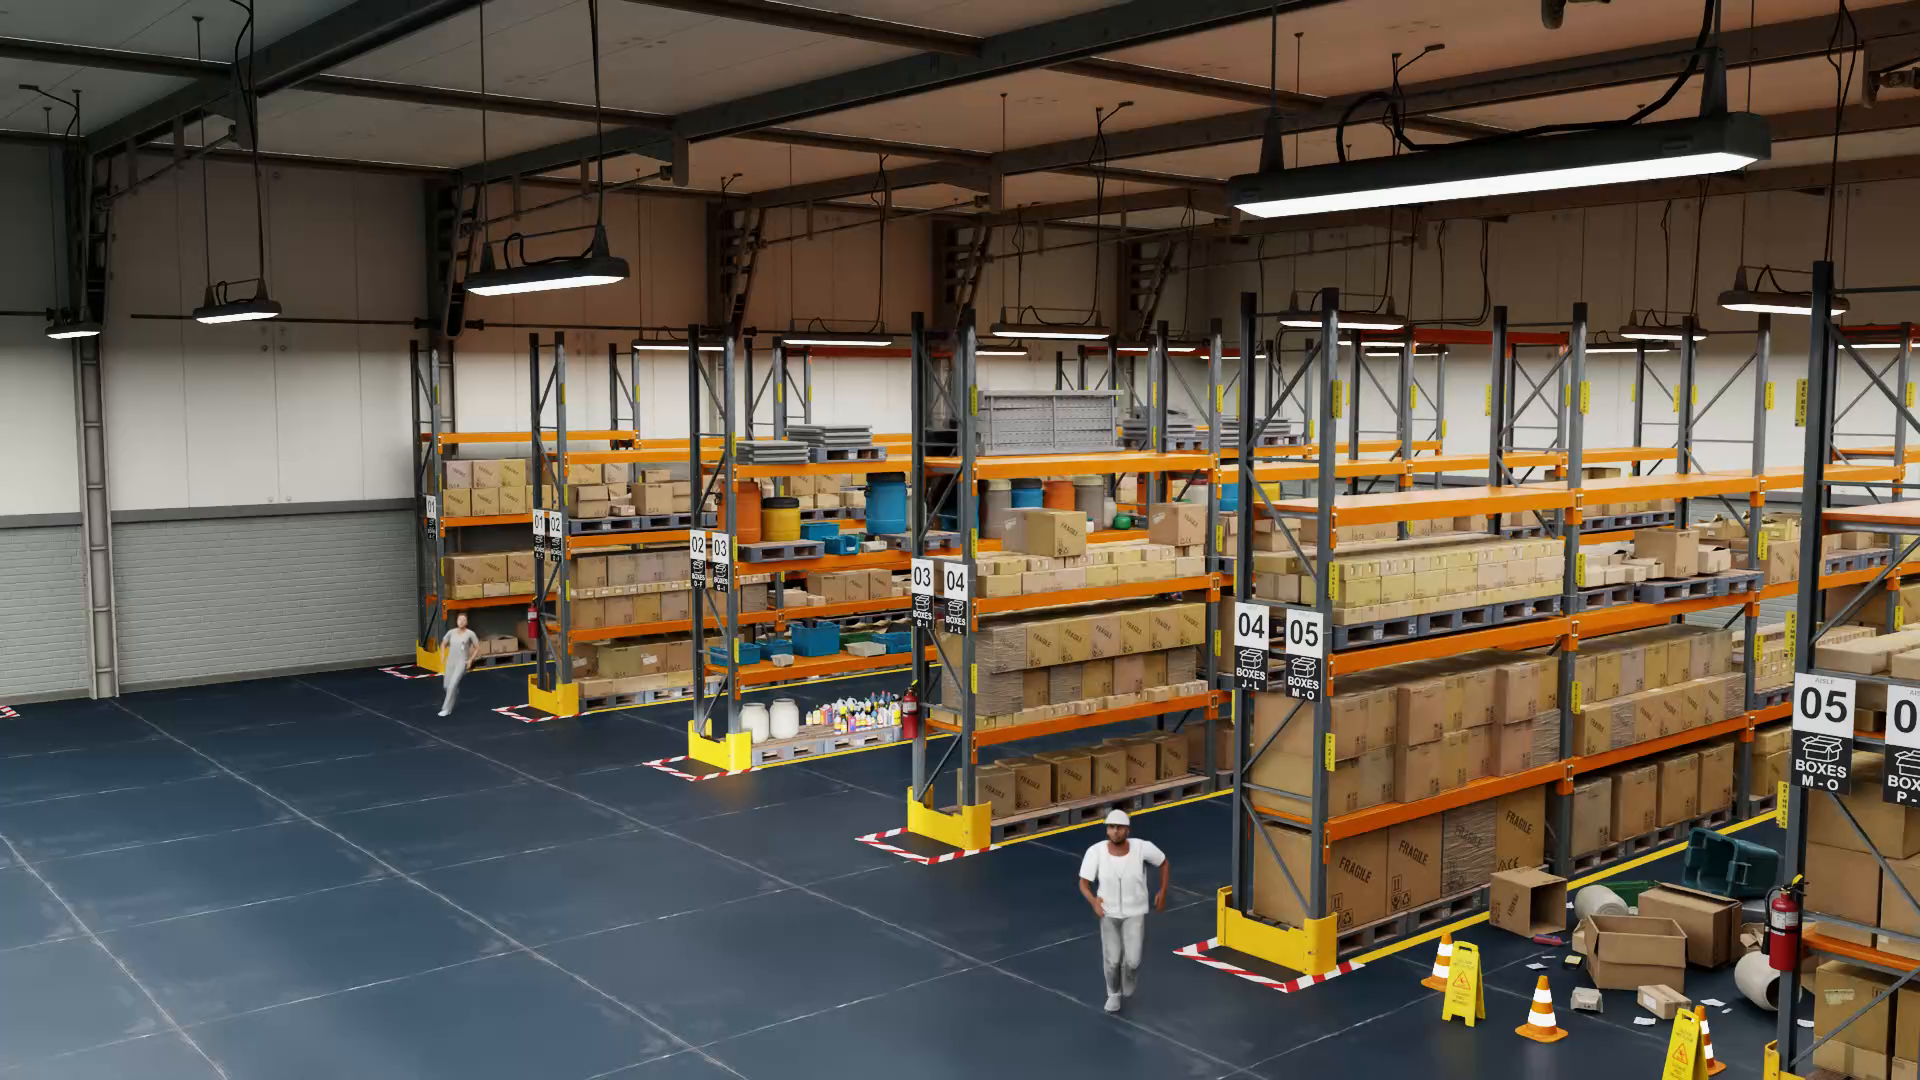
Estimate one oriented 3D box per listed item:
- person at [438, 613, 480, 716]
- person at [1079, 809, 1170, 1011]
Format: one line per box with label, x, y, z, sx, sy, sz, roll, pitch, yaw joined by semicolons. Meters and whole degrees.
person;-7.877;1.941;26.196;0.604;1.598;0.647;0;5;-2
person;1.333;3.052;13.593;0.732;1.718;0.679;1;5;9
